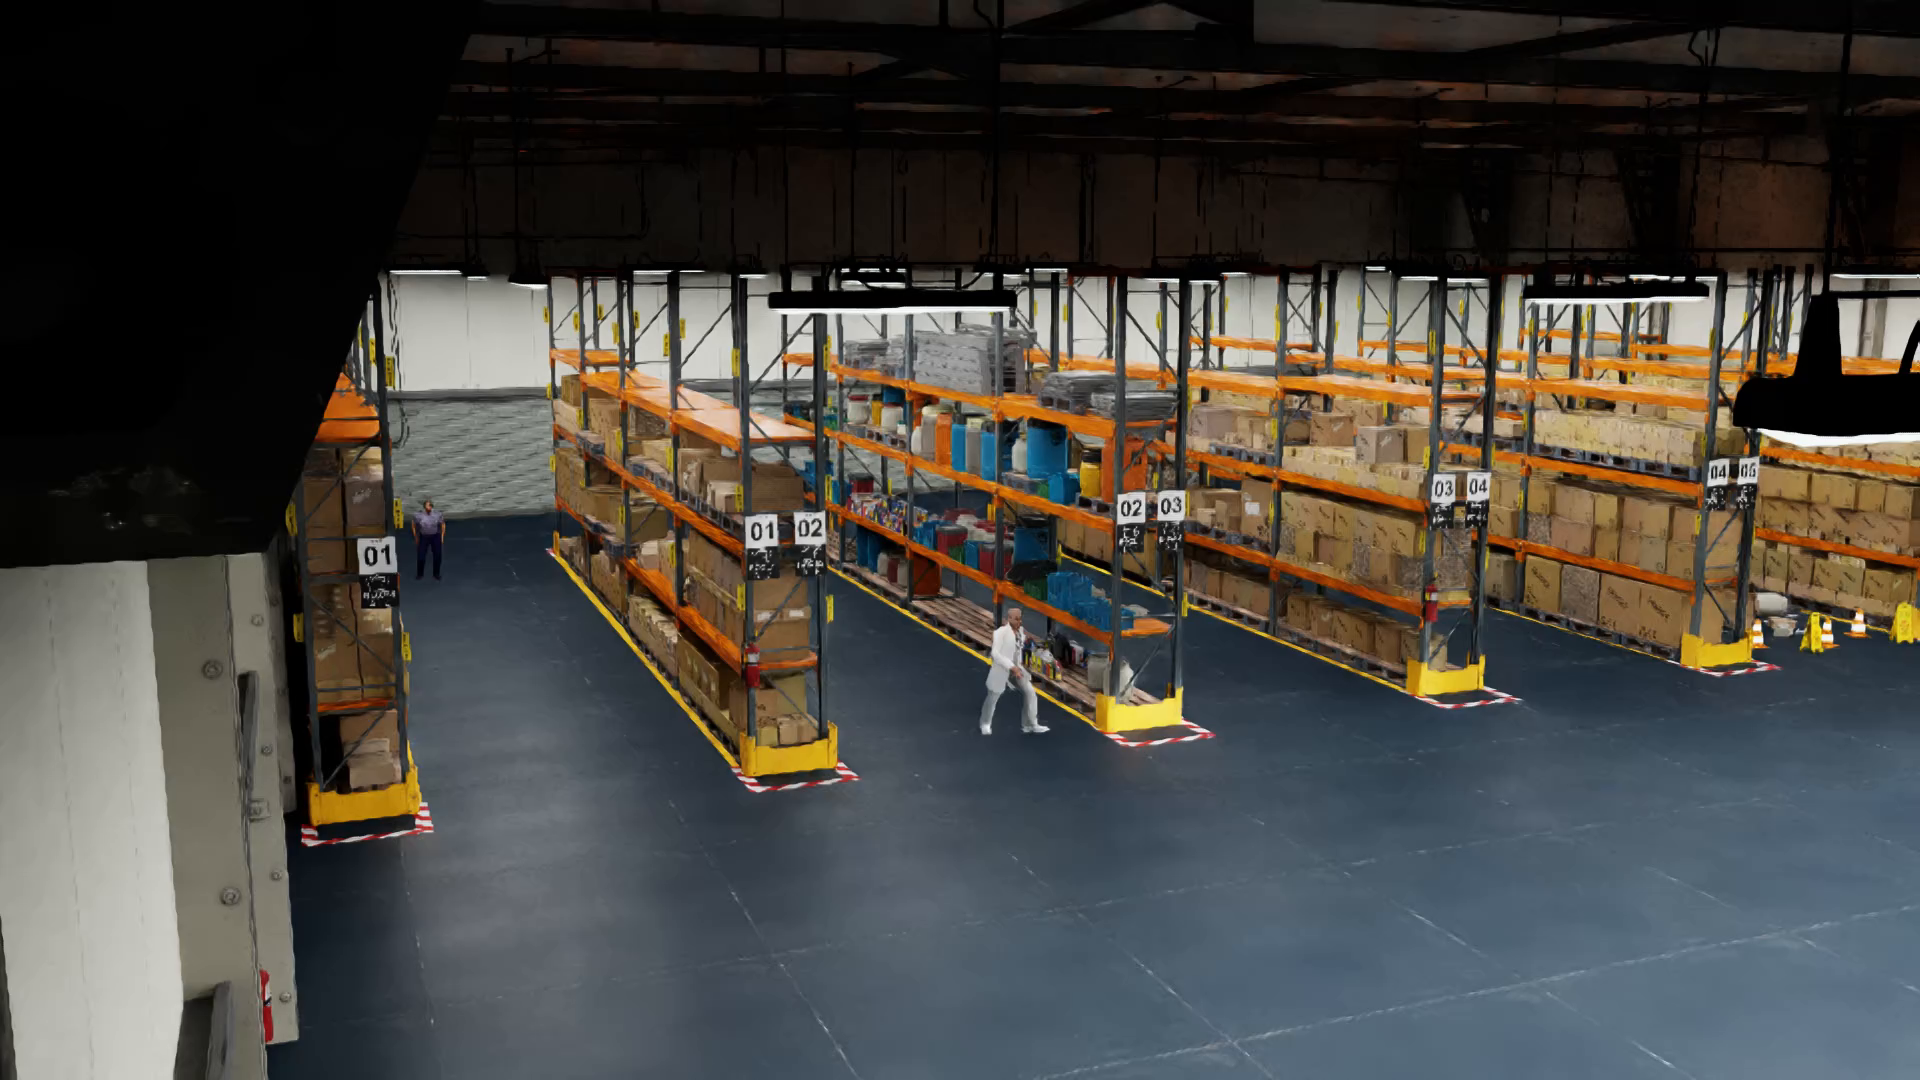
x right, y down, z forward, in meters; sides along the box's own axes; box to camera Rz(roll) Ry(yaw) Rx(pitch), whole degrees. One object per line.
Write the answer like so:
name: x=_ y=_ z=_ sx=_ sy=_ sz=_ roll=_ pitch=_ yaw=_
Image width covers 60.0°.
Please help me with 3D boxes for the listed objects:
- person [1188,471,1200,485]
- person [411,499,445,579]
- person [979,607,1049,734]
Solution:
person: x=6.331 y=-2.212 z=44.203 sx=0.514 sy=1.761 sz=0.690 roll=5 pitch=11 yaw=27
person: x=-10.292 y=-0.022 z=32.223 sx=0.625 sy=1.596 sz=0.503 roll=-4 pitch=11 yaw=-24
person: x=0.636 y=1.712 z=21.837 sx=0.728 sy=1.722 sz=0.853 roll=-8 pitch=13 yaw=-40
